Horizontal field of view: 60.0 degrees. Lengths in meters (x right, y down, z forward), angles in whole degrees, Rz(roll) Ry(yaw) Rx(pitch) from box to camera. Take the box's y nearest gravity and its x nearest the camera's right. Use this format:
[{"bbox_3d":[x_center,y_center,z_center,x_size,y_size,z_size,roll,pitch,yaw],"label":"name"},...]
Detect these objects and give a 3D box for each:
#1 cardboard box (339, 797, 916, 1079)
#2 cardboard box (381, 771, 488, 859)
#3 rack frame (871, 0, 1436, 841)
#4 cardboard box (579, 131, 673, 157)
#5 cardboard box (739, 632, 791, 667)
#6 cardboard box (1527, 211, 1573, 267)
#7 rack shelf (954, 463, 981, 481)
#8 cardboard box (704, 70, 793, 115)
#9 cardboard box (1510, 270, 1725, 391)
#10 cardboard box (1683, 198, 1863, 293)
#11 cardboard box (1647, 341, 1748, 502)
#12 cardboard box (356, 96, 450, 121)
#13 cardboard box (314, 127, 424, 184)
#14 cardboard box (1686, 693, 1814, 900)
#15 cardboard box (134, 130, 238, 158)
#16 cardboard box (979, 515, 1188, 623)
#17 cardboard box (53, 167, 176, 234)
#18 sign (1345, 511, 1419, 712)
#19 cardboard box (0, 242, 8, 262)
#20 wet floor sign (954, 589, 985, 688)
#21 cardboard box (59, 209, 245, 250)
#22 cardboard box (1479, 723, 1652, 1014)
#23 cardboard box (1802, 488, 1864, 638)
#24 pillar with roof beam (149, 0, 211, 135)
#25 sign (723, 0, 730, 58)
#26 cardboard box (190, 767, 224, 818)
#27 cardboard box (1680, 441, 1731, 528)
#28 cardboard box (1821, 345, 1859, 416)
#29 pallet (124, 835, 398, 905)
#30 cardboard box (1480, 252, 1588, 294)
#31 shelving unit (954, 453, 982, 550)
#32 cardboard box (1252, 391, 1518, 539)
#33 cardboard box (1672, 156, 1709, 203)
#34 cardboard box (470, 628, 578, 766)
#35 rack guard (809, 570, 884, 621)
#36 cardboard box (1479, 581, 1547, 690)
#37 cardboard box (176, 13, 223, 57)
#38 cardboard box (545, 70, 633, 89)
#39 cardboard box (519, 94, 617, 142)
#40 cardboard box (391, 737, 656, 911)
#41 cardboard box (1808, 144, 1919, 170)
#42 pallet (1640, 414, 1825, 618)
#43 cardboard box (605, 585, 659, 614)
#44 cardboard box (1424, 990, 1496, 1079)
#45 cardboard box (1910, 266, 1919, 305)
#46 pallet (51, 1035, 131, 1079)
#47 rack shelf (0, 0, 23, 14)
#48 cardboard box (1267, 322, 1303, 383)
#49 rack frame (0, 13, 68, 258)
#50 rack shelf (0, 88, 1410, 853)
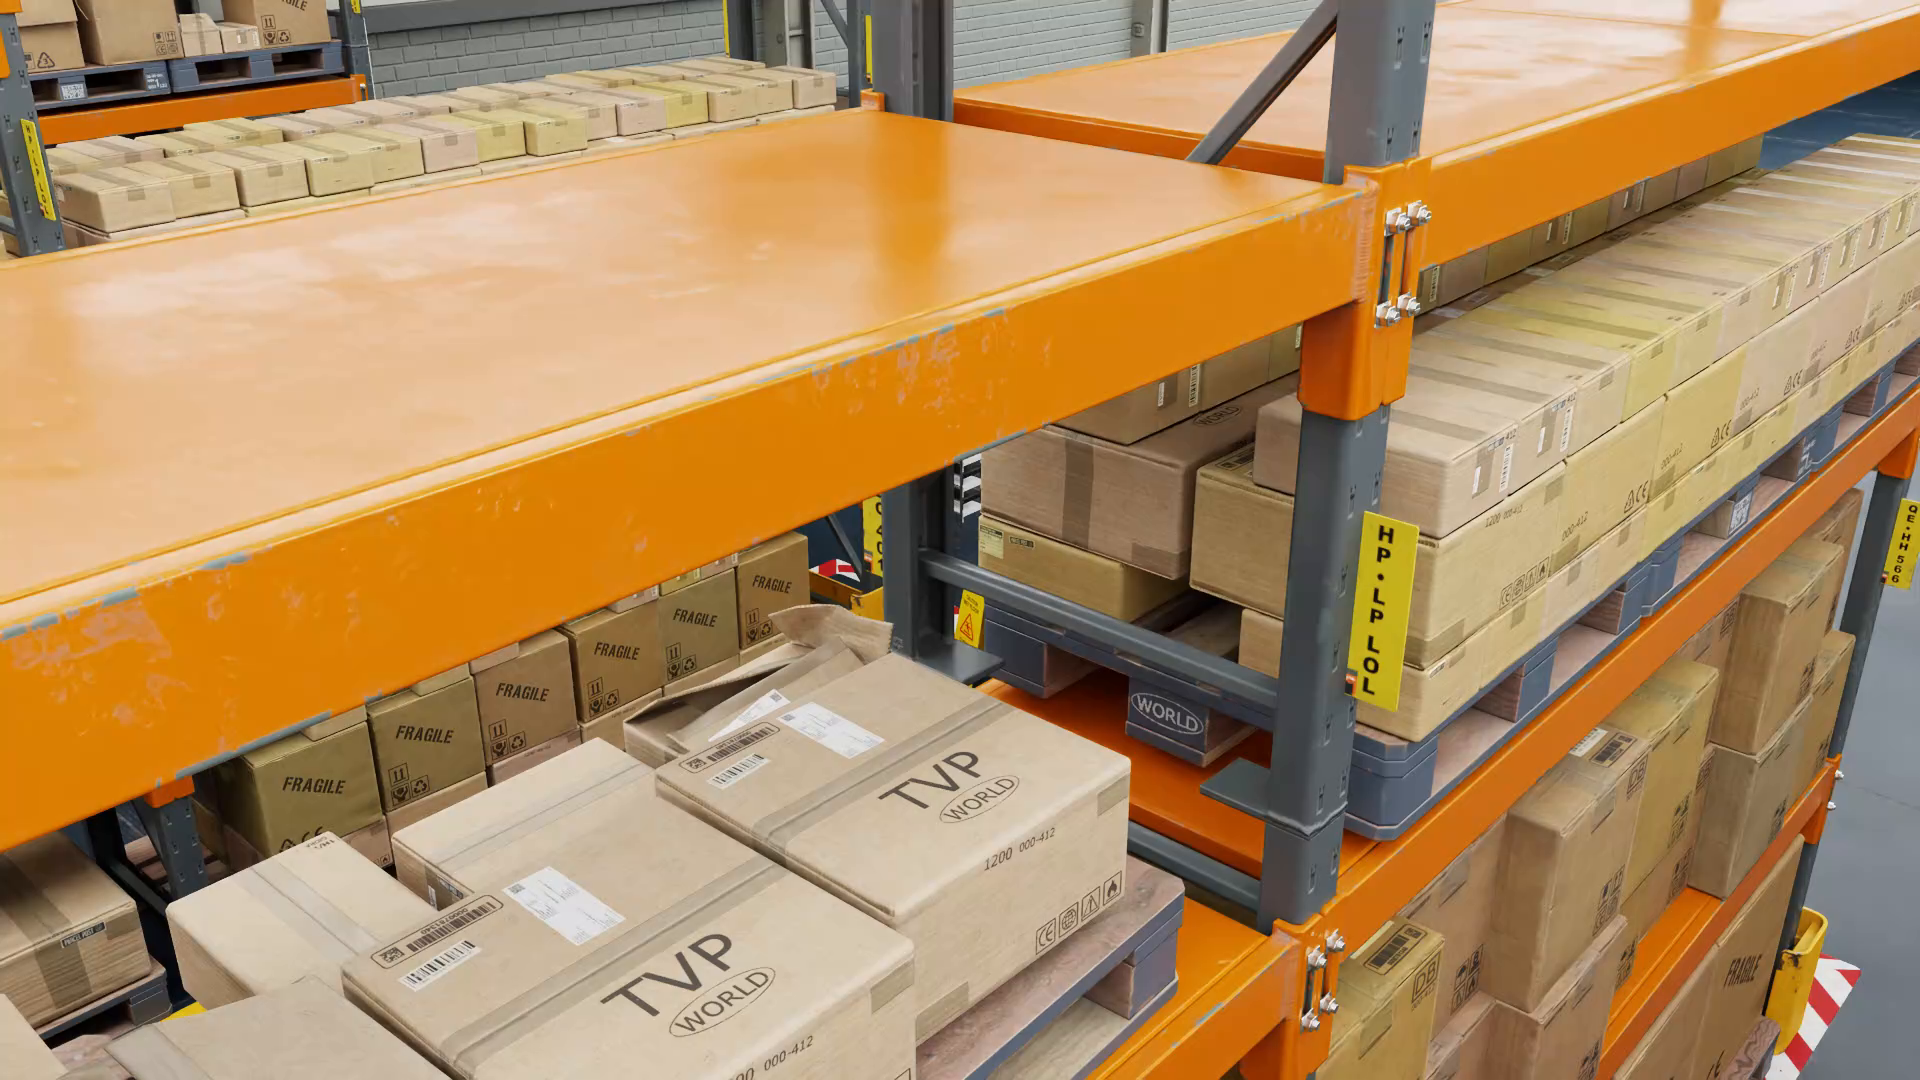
[{"bbox_3d":[-0.405,0.617,2.089,0.500,0.250,0.500,20,31,37],"label":"cardboard box"},{"bbox_3d":[-2.556,1.189,7.780,0.500,0.250,0.500,-22,32,-40],"label":"cardboard box"},{"bbox_3d":[0.255,-1.019,2.524,1.000,3.000,0.127,20,31,38],"label":"rack frame"},{"bbox_3d":[-1.649,-1.715,7.563,0.500,0.250,0.500,21,32,39],"label":"cardboard box"},{"bbox_3d":[-1.184,0.569,9.162,0.500,0.250,0.500,20,31,37],"label":"cardboard box"},{"bbox_3d":[1.445,-0.876,4.567,0.380,0.149,0.250,21,31,38],"label":"cardboard box"},{"bbox_3d":[-0.005,-0.460,11.037,0.258,0.077,0.200,20,31,38],"label":"rack shelf"},{"bbox_3d":[-1.035,-2.187,8.128,0.380,0.149,0.250,21,31,38],"label":"cardboard box"},{"bbox_3d":[1.430,-0.466,3.654,0.380,0.149,0.250,21,31,38],"label":"cardboard box"},{"bbox_3d":[2.104,-0.773,4.338,0.380,0.149,0.250,20,31,37],"label":"cardboard box"},{"bbox_3d":[1.462,-0.336,3.850,0.500,0.250,0.500,20,31,37],"label":"cardboard box"},{"bbox_3d":[-2.486,-1.875,7.432,0.380,0.149,0.250,21,31,38],"label":"cardboard box"},{"bbox_3d":[-2.387,-1.555,6.717,0.380,0.149,0.250,19,30,36],"label":"cardboard box"},{"bbox_3d":[2.360,0.730,5.772,0.875,0.550,0.550,20,31,38],"label":"cardboard box"},{"bbox_3d":[-3.093,-1.532,6.666,0.380,0.149,0.250,21,32,39],"label":"cardboard box"},{"bbox_3d":[0.260,0.029,3.525,0.380,0.149,0.250,20,31,37],"label":"cardboard box"},{"bbox_3d":[-3.045,-1.227,5.987,0.380,0.149,0.250,19,31,37],"label":"cardboard box"},{"bbox_3d":[0.666,0.115,2.644,0.100,0.325,0.005,20,31,38],"label":"sign"},{"bbox_3d":[-6.091,-1.772,10.256,0.380,0.149,0.250,20,31,37],"label":"cardboard box"},{"bbox_3d":[0.095,0.487,9.374,0.232,0.644,0.267,-12,27,-25],"label":"wet floor sign"},{"bbox_3d":[-3.001,-1.098,6.186,0.500,0.250,0.500,19,31,36],"label":"cardboard box"},{"bbox_3d":[1.270,0.728,4.457,0.875,0.550,0.550,20,31,38],"label":"cardboard box"},{"bbox_3d":[2.648,0.041,5.989,0.875,0.550,0.550,20,31,38],"label":"cardboard box"},{"bbox_3d":[-2.458,-3.771,8.662,9.100,9.000,0.400,20,31,38],"label":"pillar with roof beam"},{"bbox_3d":[-1.233,-2.737,8.953,0.100,0.325,0.005,20,31,38],"label":"sign"},{"bbox_3d":[-3.303,0.865,7.586,0.500,0.500,0.500,20,31,37],"label":"cardboard box"},{"bbox_3d":[1.600,-0.180,3.990,0.380,0.149,0.250,20,31,38],"label":"cardboard box"},{"bbox_3d":[2.276,-0.488,4.677,0.380,0.149,0.250,20,31,37],"label":"cardboard box"},{"bbox_3d":[-3.077,1.456,7.746,1.003,0.211,1.213,20,31,38],"label":"pallet"},{"bbox_3d":[1.402,-0.635,4.518,0.500,0.250,0.500,20,31,37],"label":"cardboard box"},{"bbox_3d":[-0.005,-0.408,11.060,0.258,0.900,0.210,20,31,38],"label":"shelving unit"},{"bbox_3d":[0.751,-0.155,2.960,0.380,0.149,0.250,20,31,38],"label":"cardboard box"},{"bbox_3d":[2.127,-1.187,5.261,0.380,0.149,0.250,20,31,37],"label":"cardboard box"},{"bbox_3d":[-2.208,0.688,7.979,0.500,0.500,0.500,22,32,40],"label":"cardboard box"},{"bbox_3d":[-0.880,0.343,9.875,1.175,0.500,0.348,20,31,38],"label":"rack guard"},{"bbox_3d":[0.923,0.129,3.300,0.380,0.149,0.250,20,31,38],"label":"cardboard box"},{"bbox_3d":[-5.024,-3.307,10.823,0.396,0.266,0.258,20,31,38],"label":"cardboard box"},{"bbox_3d":[-1.810,-2.190,8.134,0.380,0.149,0.250,20,31,37],"label":"cardboard box"},{"bbox_3d":[-1.762,-1.896,7.479,0.380,0.149,0.250,19,30,36],"label":"cardboard box"},{"bbox_3d":[-0.622,0.475,2.529,0.250,0.149,0.380,20,31,38],"label":"cardboard box"},{"bbox_3d":[2.785,-1.085,5.033,0.380,0.149,0.250,20,31,38],"label":"cardboard box"},{"bbox_3d":[1.623,-0.226,4.531,1.003,0.211,1.213,20,31,38],"label":"pallet"},{"bbox_3d":[-1.712,0.205,8.265,0.380,0.149,0.250,22,32,40],"label":"cardboard box"},{"bbox_3d":[0.843,1.360,4.366,0.875,0.550,0.550,20,31,38],"label":"cardboard box"},{"bbox_3d":[2.806,-0.948,5.216,0.500,0.250,0.500,21,31,38],"label":"cardboard box"},{"bbox_3d":[-1.280,1.102,1.690,1.003,0.211,1.213,22,32,40],"label":"pallet"},{"bbox_3d":[-2.164,-2.620,6.977,1.077,0.370,4.000,20,31,38],"label":"rack shelf"},{"bbox_3d":[0.599,-0.489,3.704,0.380,0.149,0.250,20,31,37],"label":"cardboard box"},{"bbox_3d":[-3.498,-2.340,5.470,1.000,3.000,0.127,20,31,38],"label":"rack frame"},{"bbox_3d":[-1.080,0.101,1.394,1.077,0.370,4.000,20,31,38],"label":"rack shelf"}]
